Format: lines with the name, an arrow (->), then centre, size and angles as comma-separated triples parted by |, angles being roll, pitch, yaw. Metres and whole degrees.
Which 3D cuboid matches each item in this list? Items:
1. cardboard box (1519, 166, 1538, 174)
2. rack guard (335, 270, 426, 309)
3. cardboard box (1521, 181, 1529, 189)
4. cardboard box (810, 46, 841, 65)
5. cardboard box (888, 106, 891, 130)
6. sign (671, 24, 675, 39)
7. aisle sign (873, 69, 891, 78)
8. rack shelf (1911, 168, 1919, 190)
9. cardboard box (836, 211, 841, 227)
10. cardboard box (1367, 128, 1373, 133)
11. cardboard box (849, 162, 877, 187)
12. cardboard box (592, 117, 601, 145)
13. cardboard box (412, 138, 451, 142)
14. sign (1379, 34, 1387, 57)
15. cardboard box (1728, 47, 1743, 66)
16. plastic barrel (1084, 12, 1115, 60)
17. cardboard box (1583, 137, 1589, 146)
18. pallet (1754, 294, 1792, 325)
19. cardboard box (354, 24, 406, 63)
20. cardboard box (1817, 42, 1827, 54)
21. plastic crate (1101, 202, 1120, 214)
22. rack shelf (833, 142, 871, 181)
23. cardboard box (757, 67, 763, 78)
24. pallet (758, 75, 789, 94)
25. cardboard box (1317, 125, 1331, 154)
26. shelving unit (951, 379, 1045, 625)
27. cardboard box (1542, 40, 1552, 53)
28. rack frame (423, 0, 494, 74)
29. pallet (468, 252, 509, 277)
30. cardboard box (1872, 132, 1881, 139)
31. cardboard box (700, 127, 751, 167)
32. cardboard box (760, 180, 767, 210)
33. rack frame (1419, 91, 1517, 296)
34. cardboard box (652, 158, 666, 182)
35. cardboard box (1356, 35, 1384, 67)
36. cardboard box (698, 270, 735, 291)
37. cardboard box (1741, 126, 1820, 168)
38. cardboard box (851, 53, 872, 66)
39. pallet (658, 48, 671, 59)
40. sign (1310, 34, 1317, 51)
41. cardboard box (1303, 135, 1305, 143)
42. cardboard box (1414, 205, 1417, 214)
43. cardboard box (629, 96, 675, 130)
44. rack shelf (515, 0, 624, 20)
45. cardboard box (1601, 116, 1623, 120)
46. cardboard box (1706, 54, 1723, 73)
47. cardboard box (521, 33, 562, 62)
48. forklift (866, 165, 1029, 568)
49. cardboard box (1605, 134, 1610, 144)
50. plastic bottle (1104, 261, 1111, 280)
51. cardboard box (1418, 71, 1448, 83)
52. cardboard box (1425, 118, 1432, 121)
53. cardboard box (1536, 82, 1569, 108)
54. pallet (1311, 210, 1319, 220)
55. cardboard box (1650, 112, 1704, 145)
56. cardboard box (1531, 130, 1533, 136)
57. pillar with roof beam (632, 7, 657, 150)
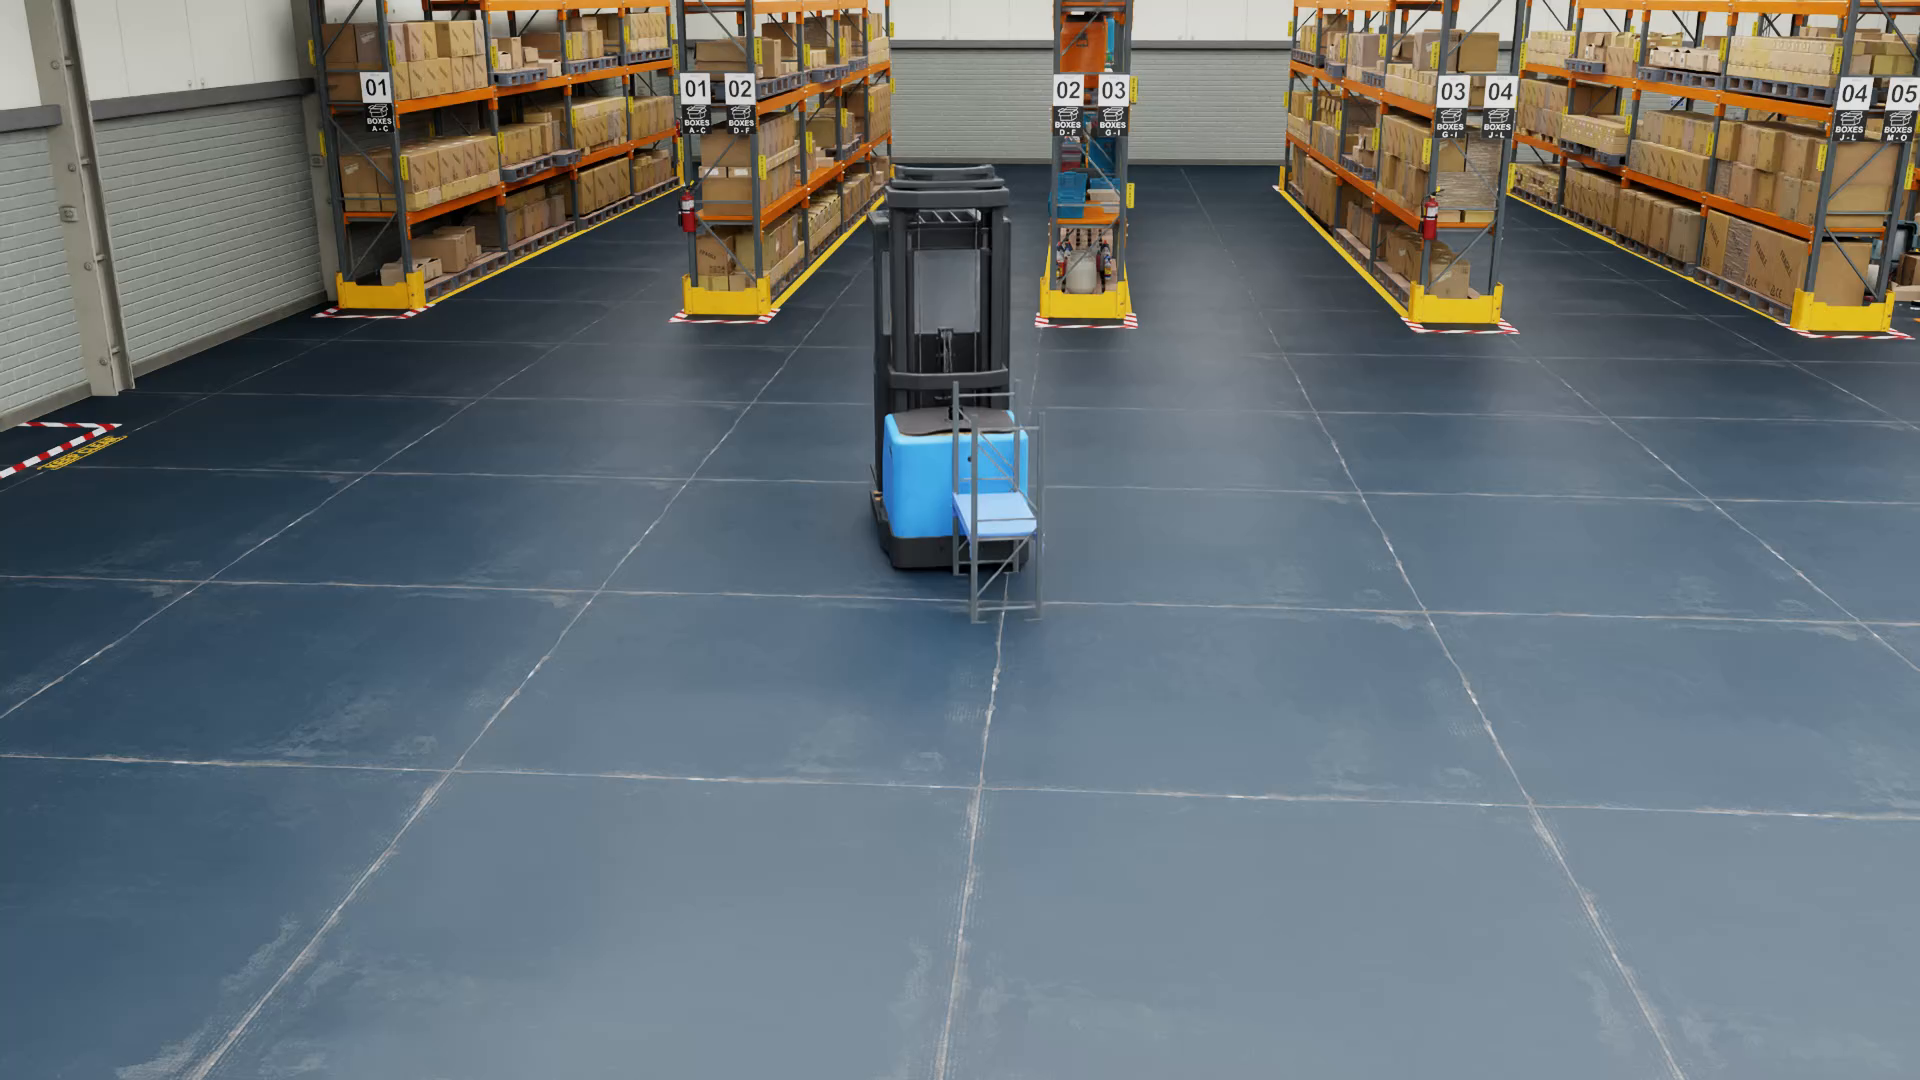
cardboard box -> 12.327, -8.003, 35.978 | 0.380, 0.149, 0.250 | 1, 18, 4
rack guard -> -8.154, -3.535, 23.407 | 1.175, 0.500, 0.348 | 1, 18, 4
cardboard box -> 12.316, -7.646, 35.844 | 0.380, 0.149, 0.250 | 2, 18, 5
cardboard box -> -2.647, -8.683, 30.128 | 0.910, 0.500, 0.500 | 1, 18, 4
cardboard box -> -1.832, -9.461, 37.319 | 0.500, 0.500, 0.500 | 2, 18, 6
sign -> -6.473, -11.460, 37.468 | 0.100, 0.325, 0.005 | 1, 18, 4
aisle sign -> -1.761, -10.808, 37.416 | 0.394, 0.787, 0.004 | 1, 18, 4
rack shelf -> 16.977, -5.667, 27.057 | 1.077, 0.370, 4.000 | 1, 18, 4
cardboard box -> -2.440, -5.798, 30.042 | 0.500, 0.250, 0.500 | 2, 18, 5
cardboard box -> 7.296, -6.755, 28.385 | 0.700, 0.500, 0.500 | 4, 19, 12
cardboard box -> -2.229, -7.923, 36.087 | 0.797, 0.503, 0.637 | 1, 18, 4
cardboard box -> -7.213, -7.843, 31.872 | 0.500, 0.500, 0.500 | 1, 18, 4
cardboard box -> -8.156, -5.934, 25.719 | 0.500, 0.500, 0.500 | 1, 18, 4
sign -> 6.395, -7.479, 25.150 | 0.100, 0.325, 0.005 | 1, 18, 4
cardboard box -> 11.574, -7.064, 24.276 | 0.500, 0.250, 0.500 | 1, 18, 4
plastic barrel -> 2.612, -9.534, 31.406 | 0.600, 0.901, 0.708 | 1, 18, 4
cardboard box -> 11.866, -7.436, 31.029 | 0.380, 0.149, 0.250 | 0, 18, 1
pallet -> 11.581, -3.150, 22.697 | 1.003, 0.211, 1.213 | 1, 18, 4
cardboard box -> -7.890, -6.771, 22.653 | 0.500, 0.500, 0.500 | 0, 18, 0
cardboard box -> 11.307, -6.347, 21.446 | 0.380, 0.149, 0.250 | 1, 18, 4
plastic crate -> 2.107, -4.623, 23.138 | 0.298, 0.136, 0.250 | 1, 18, 4
rack shelf -> -2.502, -7.353, 32.202 | 1.077, 0.370, 4.000 | 1, 18, 4
cardboard box -> -2.958, -6.523, 23.200 | 0.380, 0.149, 0.250 | 1, 18, 4
pallet -> -3.057, -6.572, 23.986 | 1.003, 0.211, 1.213 | 1, 18, 4
cardboard box -> 7.168, -7.693, 31.922 | 0.500, 0.500, 0.500 | 1, 18, 3
shelving unit -> 0.260, -0.293, 11.910 | 0.538, 1.500, 1.048 | -2, 18, -7
cardboard box -> 12.339, -10.179, 34.293 | 0.500, 0.250, 0.500 | 1, 18, 2
rack frame -> -7.873, -8.792, 25.803 | 1.000, 3.000, 0.127 | 1, 18, 4
pallet -> -7.886, -4.407, 26.532 | 1.003, 0.211, 1.213 | 1, 18, 4
cardboard box -> 16.951, -7.272, 30.236 | 0.500, 0.250, 0.500 | 1, 18, 2
cardboard box -> -3.169, -5.415, 22.886 | 0.700, 0.500, 0.500 | 1, 18, 4
cardboard box -> -3.140, -4.945, 23.536 | 0.700, 0.500, 0.500 | 2, 18, 5
rack frame -> 6.662, -4.367, 21.933 | 1.000, 3.000, 0.127 | 1, 18, 4
cardboard box -> -6.999, -8.305, 37.290 | 0.700, 0.500, 0.500 | 1, 18, 4
cardboard box -> 6.876, -8.108, 27.570 | 0.500, 0.500, 0.500 | 1, 18, 2
cardboard box -> -3.475, -3.655, 23.503 | 0.500, 0.250, 0.500 | 1, 18, 4
cardboard box -> 11.729, -5.600, 23.720 | 0.875, 0.550, 0.550 | 1, 18, 4
cardboard box -> -2.077, -9.816, 33.986 | 0.500, 0.250, 0.500 | 1, 18, 4
pallet -> -7.056, -10.821, 36.954 | 1.003, 0.211, 1.213 | 1, 18, 4
sign -> 6.969, -9.815, 32.784 | 0.100, 0.325, 0.005 | 1, 18, 4
cardboard box -> 7.254, -8.236, 34.145 | 0.380, 0.149, 0.250 | 1, 18, 3
cardboard box -> 6.495, -4.575, 22.970 | 0.380, 0.149, 0.250 | 1, 18, 4
cardboard box -> -7.039, -9.652, 37.580 | 0.980, 0.700, 0.700 | 2, 18, 6
rack shelf -> -7.443, -10.123, 31.664 | 1.077, 0.370, 4.000 | 1, 18, 4
cardboard box -> 12.610, -8.102, 32.106 | 0.380, 0.149, 0.250 | 1, 18, 2
cardboard box -> 11.780, -7.291, 25.447 | 0.500, 0.250, 0.500 | 1, 18, 5
cardboard box -> -7.609, -9.014, 30.432 | 0.700, 0.500, 0.500 | 0, 18, 0
forklift -> -0.173, -1.597, 13.588 | 1.130, 2.935, 3.031 | -2, 18, -7
cardboard box -> 11.774, -7.178, 29.762 | 0.380, 0.149, 0.250 | 2, 18, 6
plastic bottle -> 2.163, -3.946, 24.324 | 0.097, 0.271, 0.097 | 0, 18, 0
cardboard box -> 6.411, -6.248, 22.457 | 0.380, 0.149, 0.250 | 1, 18, 4
cardboard box -> 7.156, -5.972, 24.588 | 0.500, 0.500, 0.500 | 1, 18, 4
cardboard box -> 12.330, -9.248, 34.587 | 0.500, 0.500, 0.500 | 1, 18, 2
pallet -> 7.542, -6.528, 33.005 | 1.003, 0.211, 1.213 | 1, 18, 4
cardboard box -> 12.098, -6.936, 28.007 | 0.700, 0.500, 0.500 | 1, 18, 3
cardboard box -> 12.467, -8.736, 35.669 | 0.380, 0.149, 0.250 | 2, 18, 6
pillar with roof beam -> -3.388, -13.281, 39.502 | 9.100, 9.000, 0.400 | 1, 18, 4
